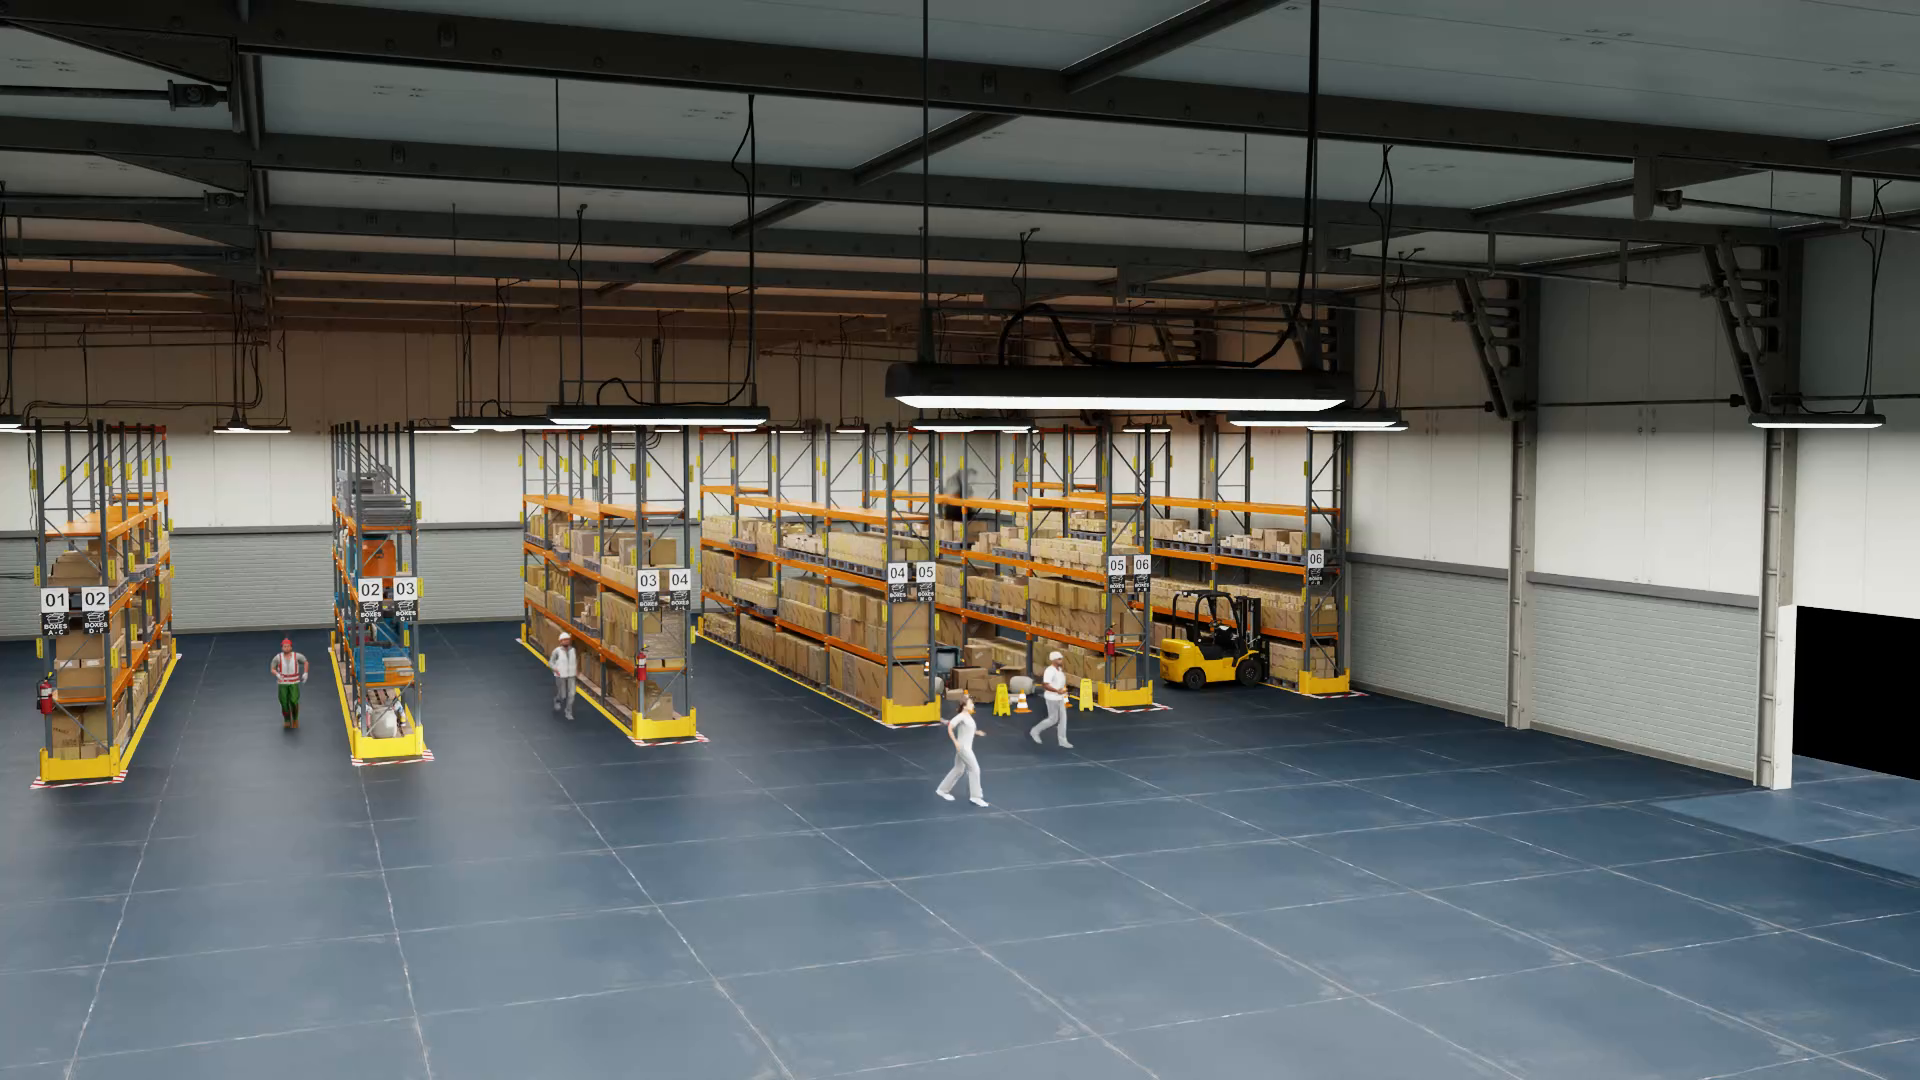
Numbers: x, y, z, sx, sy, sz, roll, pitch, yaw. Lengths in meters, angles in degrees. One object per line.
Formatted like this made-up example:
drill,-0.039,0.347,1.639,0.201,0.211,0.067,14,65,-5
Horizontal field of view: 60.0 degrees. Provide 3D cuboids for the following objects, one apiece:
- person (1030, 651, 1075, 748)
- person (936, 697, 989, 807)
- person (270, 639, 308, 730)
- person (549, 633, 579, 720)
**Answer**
person,1.715,2.931,30.610,0.841,1.774,0.725,2,4,24
person,0.036,3.273,25.822,0.839,1.696,0.559,0,4,6
person,-13.054,2.818,32.375,0.686,1.785,0.676,-1,4,-19
person,-8.028,2.755,33.799,0.663,1.750,0.756,-2,4,-32
